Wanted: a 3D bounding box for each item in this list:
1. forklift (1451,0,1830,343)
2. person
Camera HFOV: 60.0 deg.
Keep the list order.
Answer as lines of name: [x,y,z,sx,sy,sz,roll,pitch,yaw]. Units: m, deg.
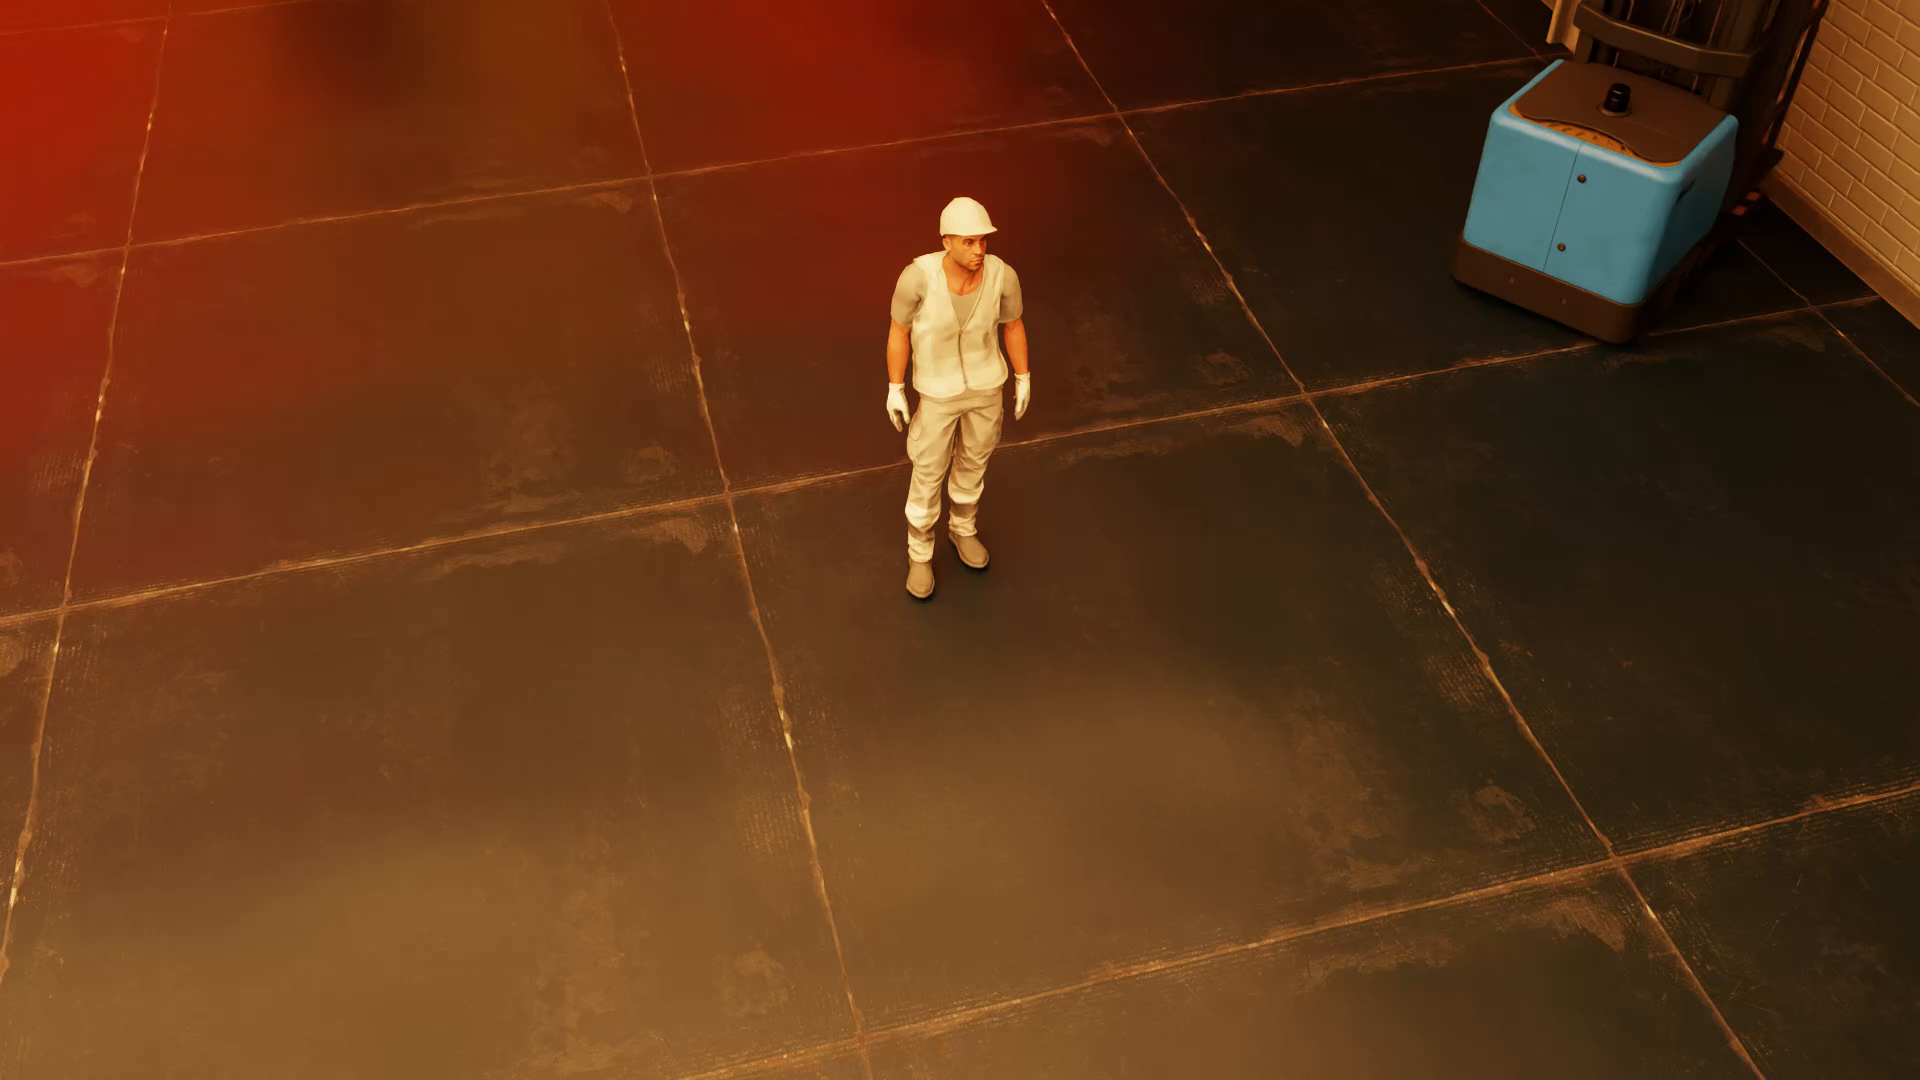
forklift: [4.064,-3.046,8.868,1.130,2.935,3.031,30,51,28]
person: [0.008,-0.600,7.101,0.637,1.787,0.564,-10,44,-11]
